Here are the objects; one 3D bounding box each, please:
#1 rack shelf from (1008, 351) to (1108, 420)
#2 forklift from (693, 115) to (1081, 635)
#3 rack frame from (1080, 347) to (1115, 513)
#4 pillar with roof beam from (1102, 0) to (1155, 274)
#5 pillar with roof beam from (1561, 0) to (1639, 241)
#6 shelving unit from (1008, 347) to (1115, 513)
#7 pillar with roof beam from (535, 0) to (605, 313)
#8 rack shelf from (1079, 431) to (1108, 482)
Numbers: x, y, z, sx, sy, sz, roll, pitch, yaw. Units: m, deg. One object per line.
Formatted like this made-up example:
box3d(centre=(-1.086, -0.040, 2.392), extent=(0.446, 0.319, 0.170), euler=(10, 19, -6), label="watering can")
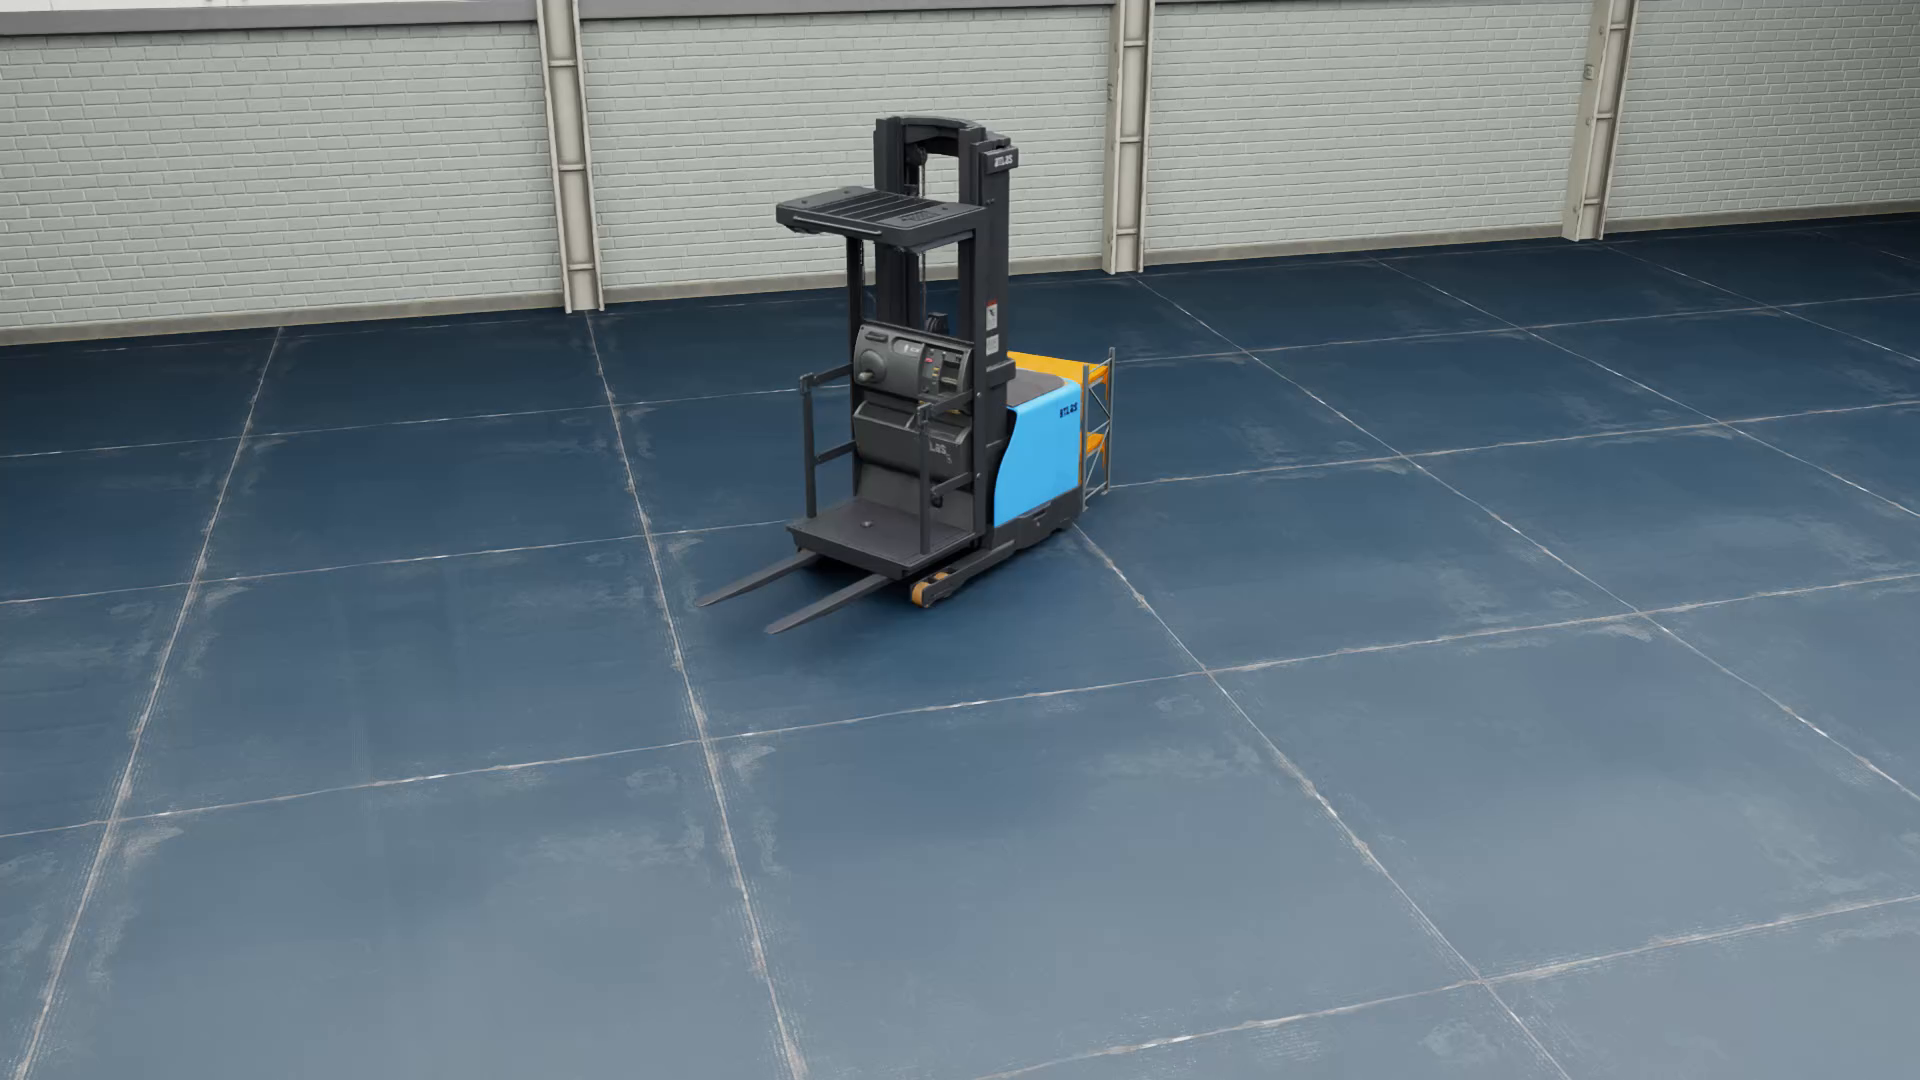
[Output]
box3d(centre=(0.558, -1.172, 12.314), extent=(1.000, 0.278, 0.538), euler=(12, 26, 26), label="rack shelf")
box3d(centre=(-0.446, -1.131, 10.669), extent=(1.130, 2.935, 3.031), euler=(17, 29, 35), label="forklift")
box3d(centre=(1.005, -0.808, 12.206), extent=(0.032, 1.125, 0.500), euler=(12, 26, 26), label="rack frame")
box3d(centre=(3.006, -5.571, 13.321), extent=(0.400, 9.000, 9.100), euler=(-6, 24, -14), label="pillar with roof beam")
box3d(centre=(8.783, -6.210, 14.810), extent=(0.400, 9.000, 9.100), euler=(-6, 24, -14), label="pillar with roof beam")
box3d(centre=(0.558, -0.903, 12.429), extent=(1.048, 1.125, 0.538), euler=(12, 26, 26), label="shelving unit")
box3d(centre=(-2.771, -4.932, 11.831), extent=(0.400, 9.000, 9.100), euler=(-6, 24, -14), label="pillar with roof beam")
box3d(centre=(0.558, -0.679, 12.525), extent=(1.000, 0.278, 0.538), euler=(12, 26, 26), label="rack shelf")
